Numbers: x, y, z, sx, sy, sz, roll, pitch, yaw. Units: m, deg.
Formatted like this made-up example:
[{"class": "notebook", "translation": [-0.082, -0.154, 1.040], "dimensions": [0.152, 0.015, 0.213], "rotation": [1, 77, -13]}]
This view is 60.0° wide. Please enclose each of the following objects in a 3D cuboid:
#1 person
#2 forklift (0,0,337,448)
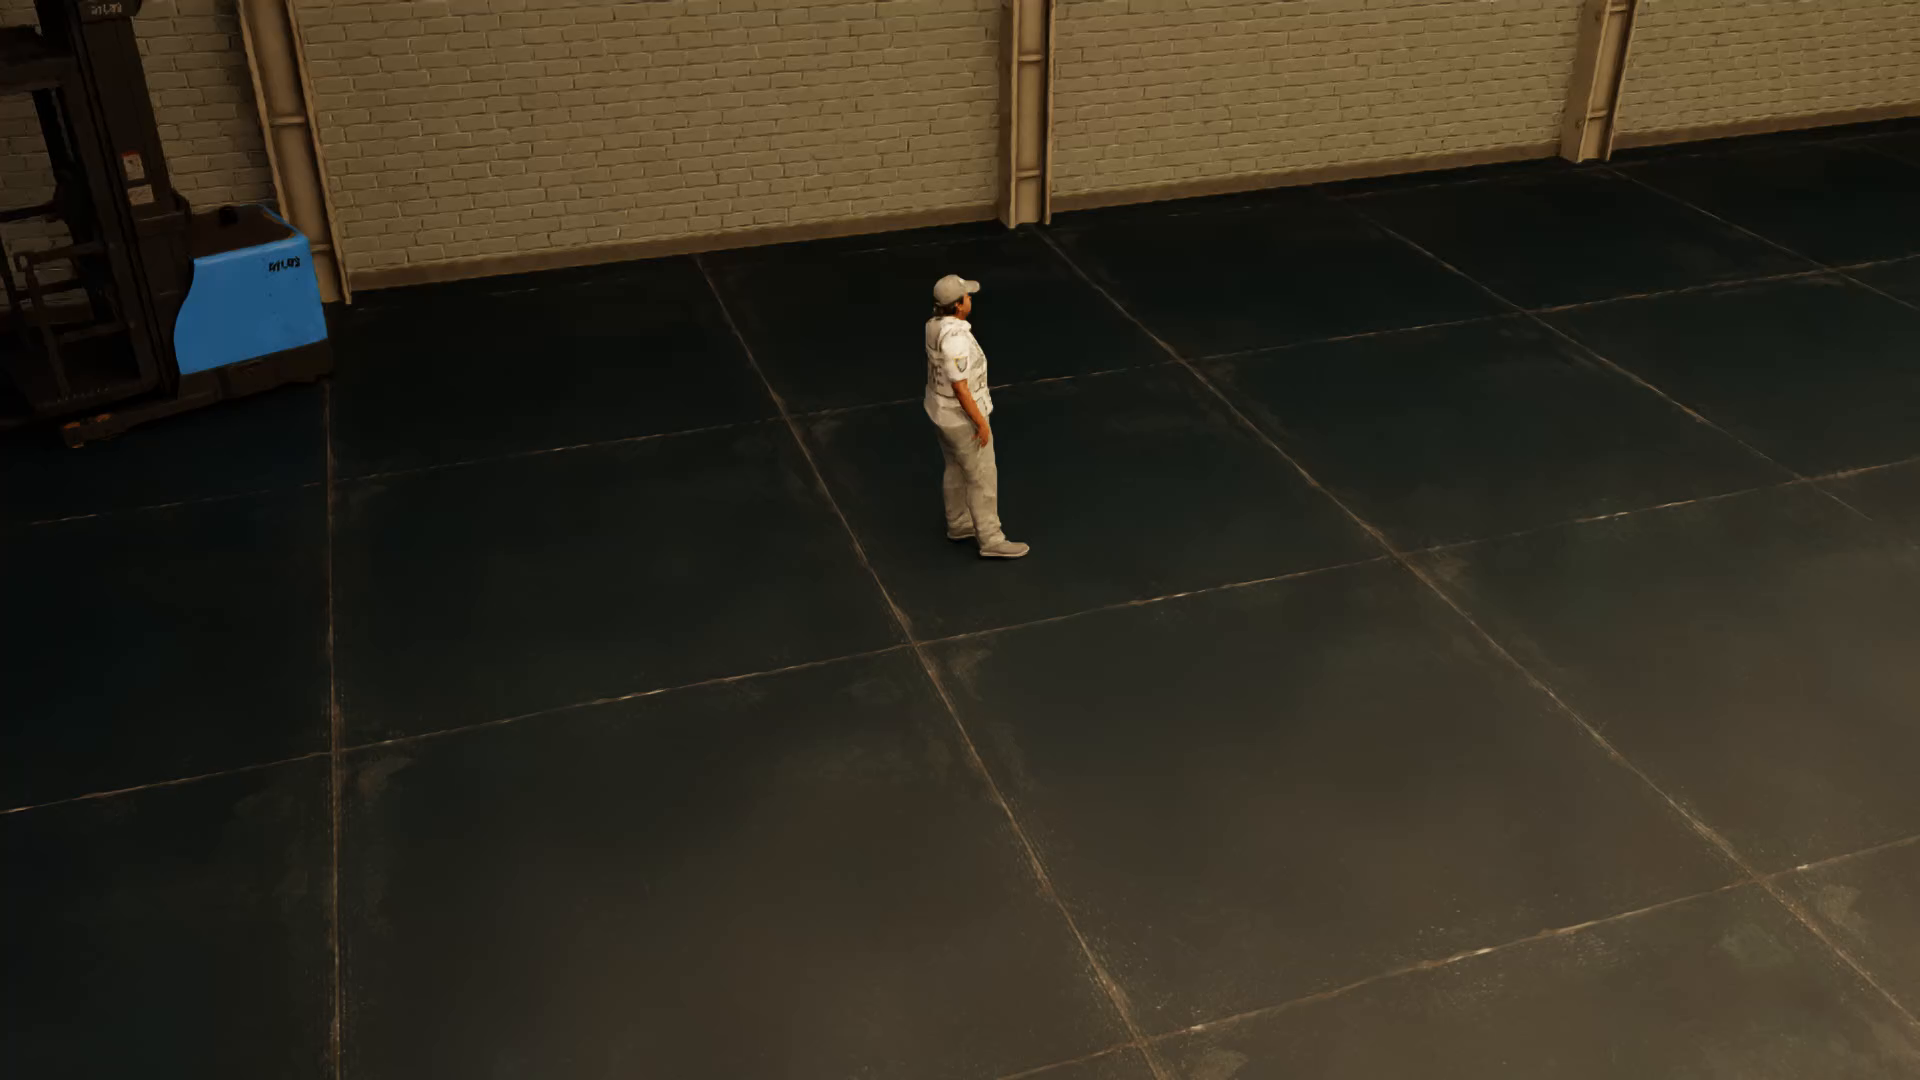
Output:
[{"class": "person", "translation": [0.080, -0.730, 9.609], "dimensions": [0.529, 1.669, 0.598], "rotation": [-10, 31, -16]}, {"class": "forklift", "translation": [-5.991, -2.181, 10.878], "dimensions": [3.031, 2.935, 1.130], "rotation": [-22, 36, -33]}]
